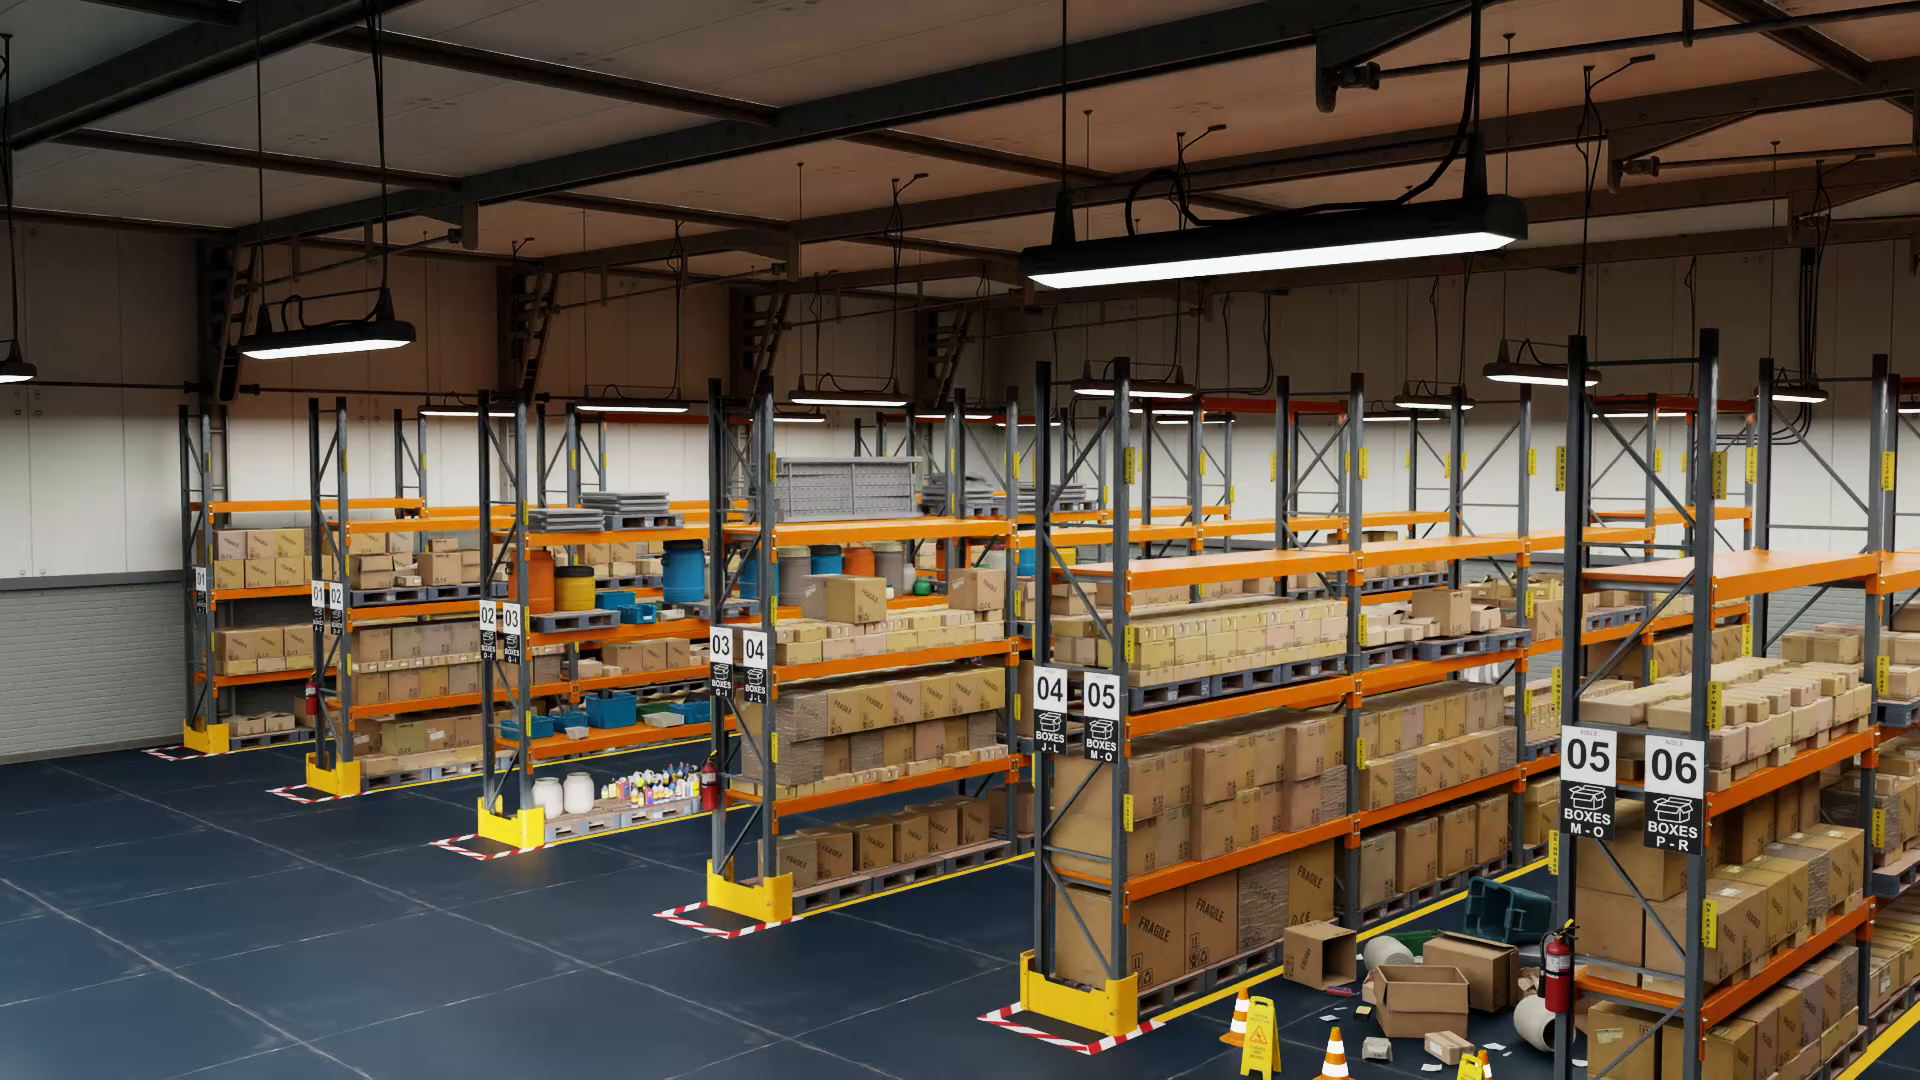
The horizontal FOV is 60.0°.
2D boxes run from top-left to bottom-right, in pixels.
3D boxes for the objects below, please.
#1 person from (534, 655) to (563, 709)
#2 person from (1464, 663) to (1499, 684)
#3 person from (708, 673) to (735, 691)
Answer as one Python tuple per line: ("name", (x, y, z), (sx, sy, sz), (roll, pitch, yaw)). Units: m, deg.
("person", (-7.498, 2.697, 30.095), (0.660, 1.816, 0.679), (1, 3, 25))
("person", (9.904, 2.619, 31.610), (0.614, 1.756, 0.984), (0, 3, 5))
("person", (-4.902, 2.533, 34.064), (0.481, 1.633, 0.945), (2, 4, 34))
